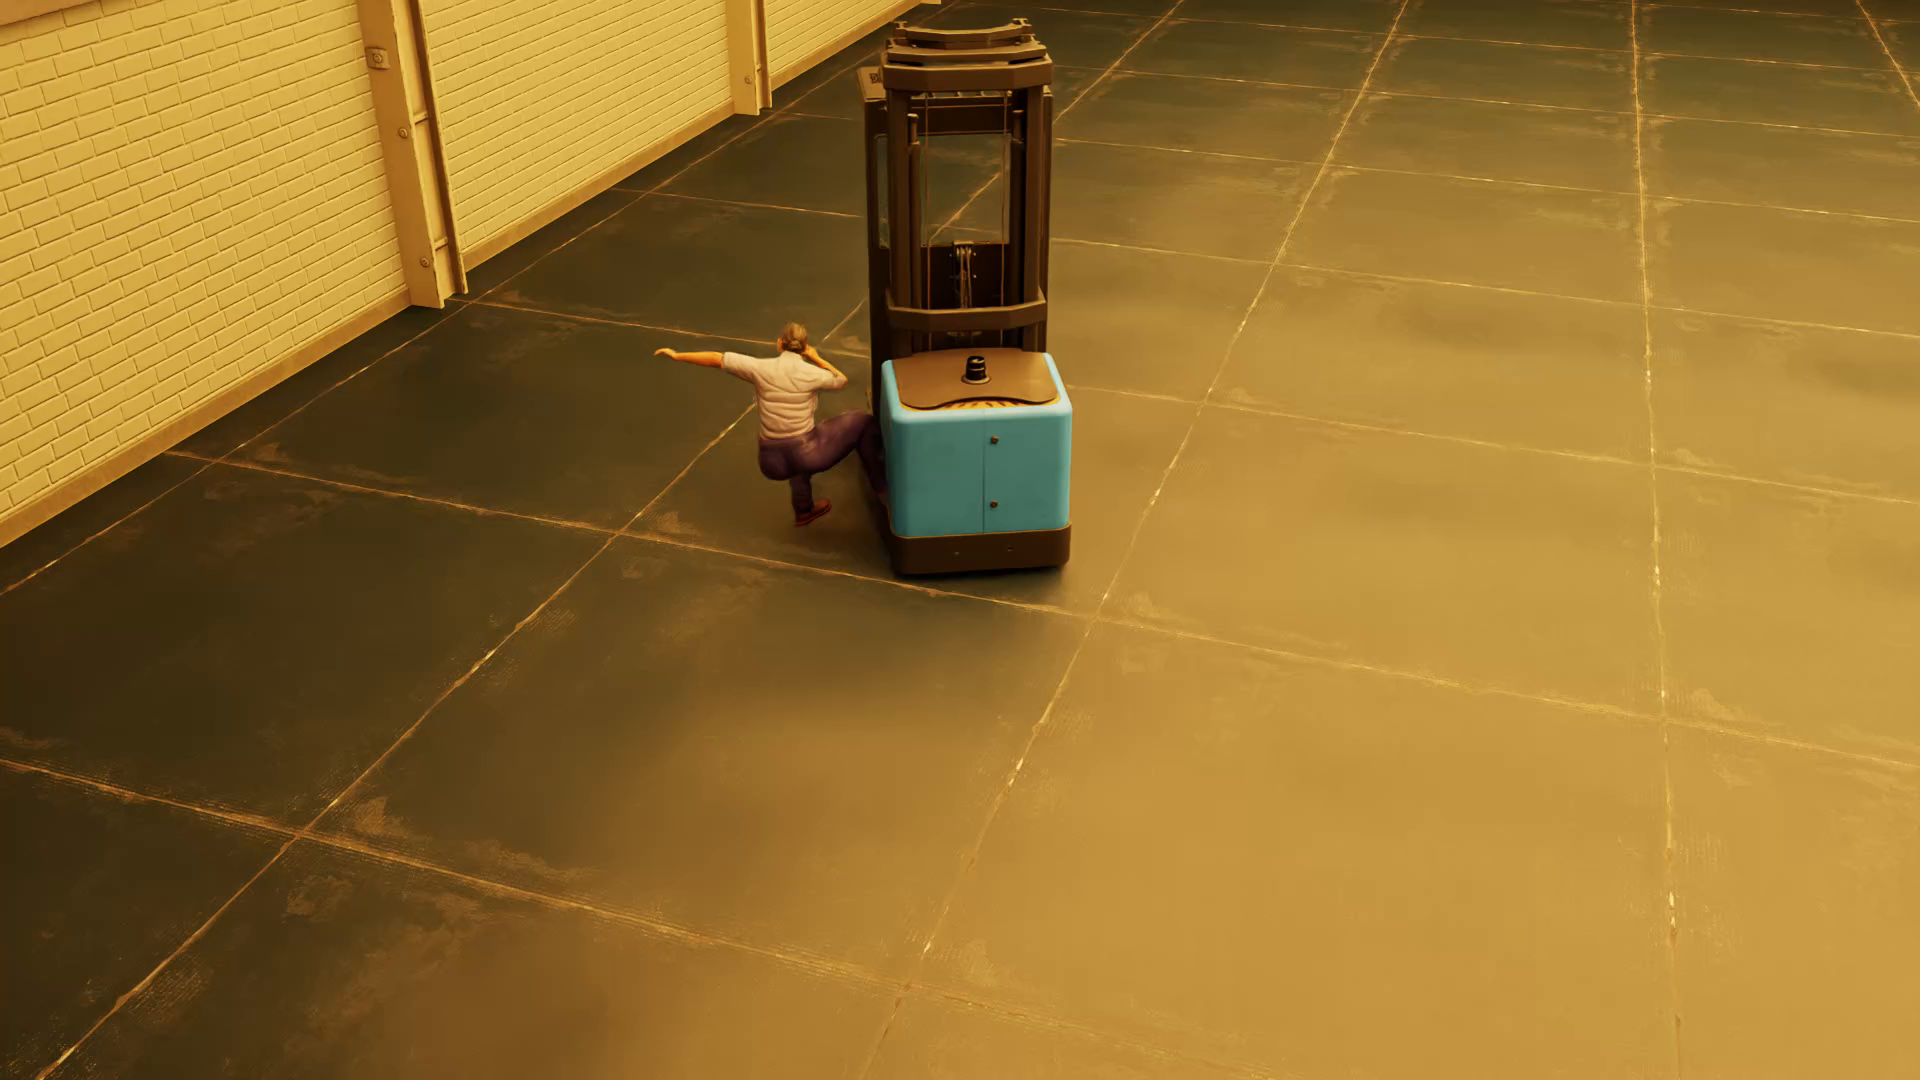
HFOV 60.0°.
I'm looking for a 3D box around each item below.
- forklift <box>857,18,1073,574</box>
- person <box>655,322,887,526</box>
[{"bbox_3d":[-0.038,-1.781,10.261,1.130,2.935,3.031,-3,30,-6],"label":"forklift"},{"bbox_3d":[-1.034,-0.685,9.861,1.498,1.273,0.732,4,30,6],"label":"person"}]
